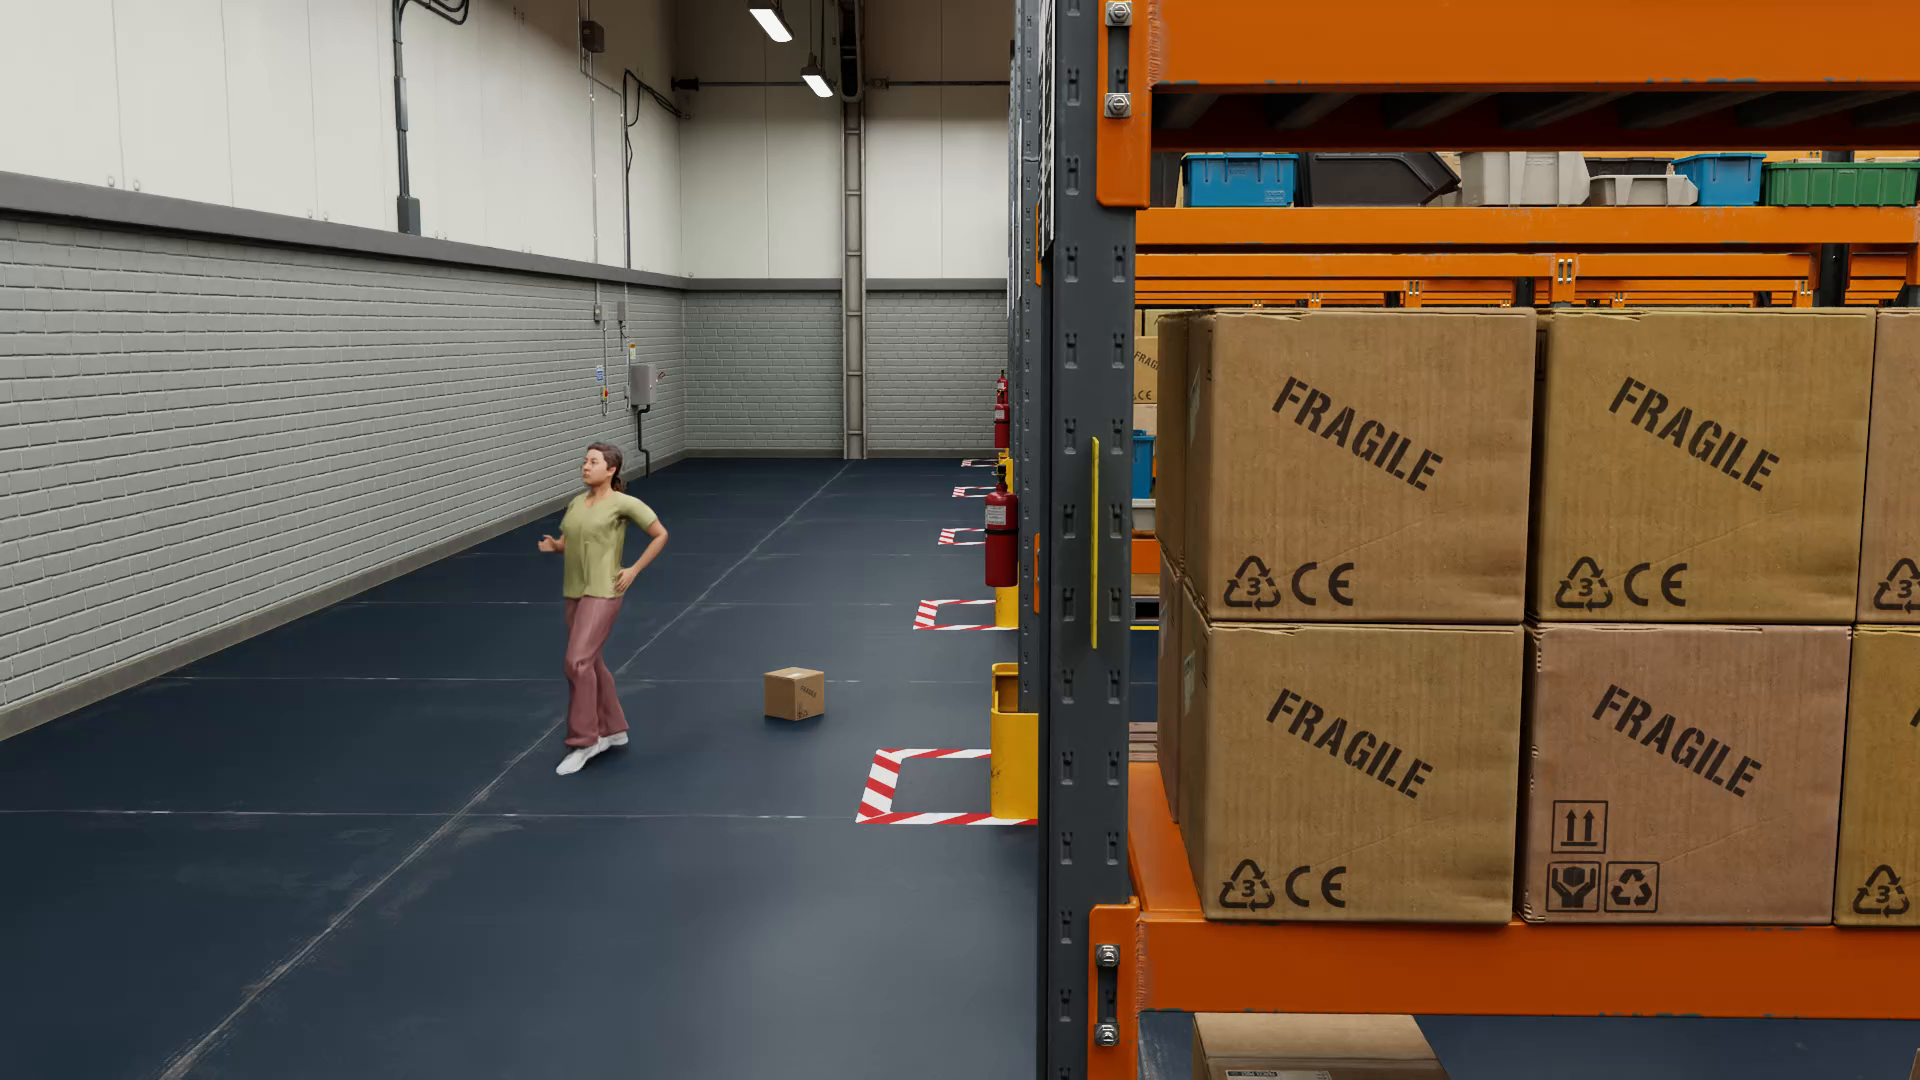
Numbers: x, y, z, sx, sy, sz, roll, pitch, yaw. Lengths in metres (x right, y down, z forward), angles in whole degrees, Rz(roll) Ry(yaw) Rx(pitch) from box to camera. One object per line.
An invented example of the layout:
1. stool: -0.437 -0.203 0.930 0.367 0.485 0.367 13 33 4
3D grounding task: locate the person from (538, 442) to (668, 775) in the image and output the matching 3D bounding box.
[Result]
1. person: -1.947 0.344 8.714 0.590 1.671 0.643 5 9 37
